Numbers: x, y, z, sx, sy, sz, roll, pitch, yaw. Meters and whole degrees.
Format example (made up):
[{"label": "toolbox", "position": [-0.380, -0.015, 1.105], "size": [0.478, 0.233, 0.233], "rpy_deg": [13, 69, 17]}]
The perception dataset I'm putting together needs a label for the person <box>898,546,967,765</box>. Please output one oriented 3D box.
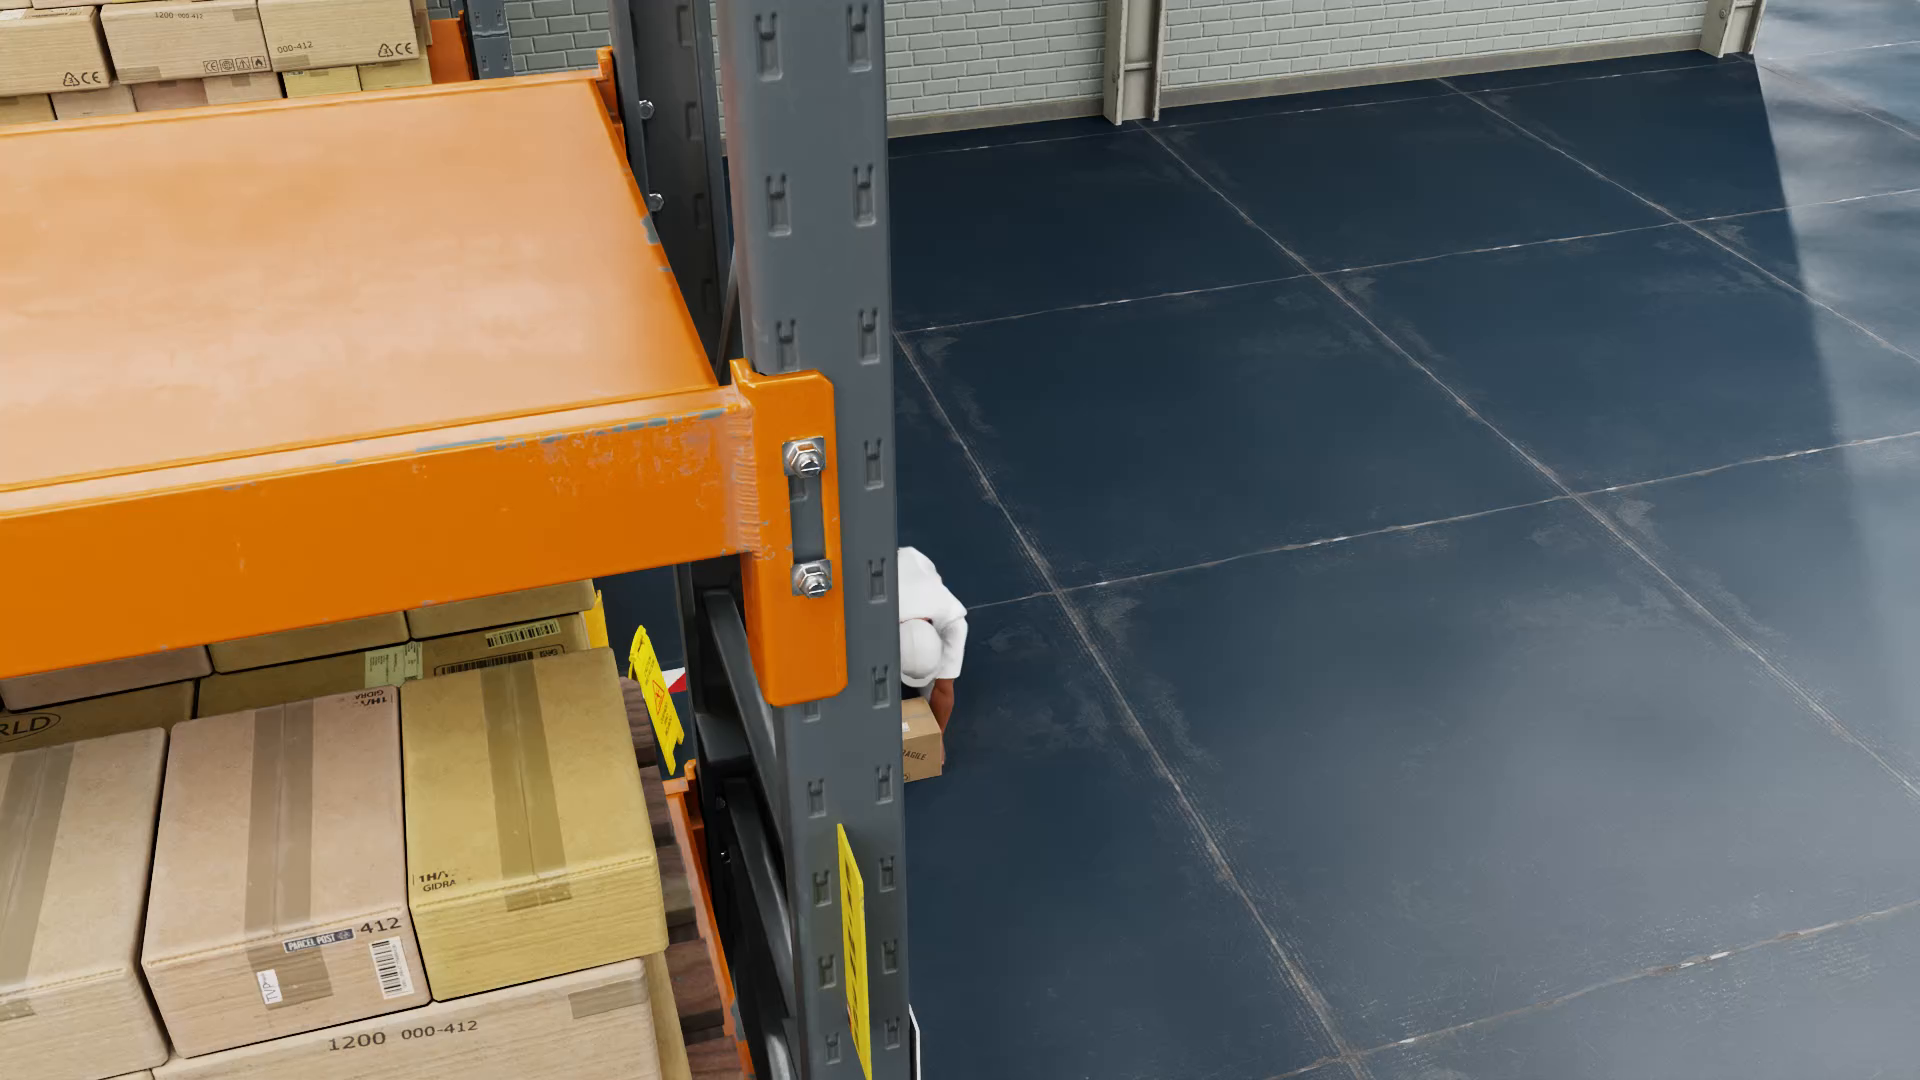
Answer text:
[{"label": "person", "position": [-0.243, 0.481, 7.303], "size": [0.524, 0.801, 0.964], "rpy_deg": [-4, 34, -6]}]
